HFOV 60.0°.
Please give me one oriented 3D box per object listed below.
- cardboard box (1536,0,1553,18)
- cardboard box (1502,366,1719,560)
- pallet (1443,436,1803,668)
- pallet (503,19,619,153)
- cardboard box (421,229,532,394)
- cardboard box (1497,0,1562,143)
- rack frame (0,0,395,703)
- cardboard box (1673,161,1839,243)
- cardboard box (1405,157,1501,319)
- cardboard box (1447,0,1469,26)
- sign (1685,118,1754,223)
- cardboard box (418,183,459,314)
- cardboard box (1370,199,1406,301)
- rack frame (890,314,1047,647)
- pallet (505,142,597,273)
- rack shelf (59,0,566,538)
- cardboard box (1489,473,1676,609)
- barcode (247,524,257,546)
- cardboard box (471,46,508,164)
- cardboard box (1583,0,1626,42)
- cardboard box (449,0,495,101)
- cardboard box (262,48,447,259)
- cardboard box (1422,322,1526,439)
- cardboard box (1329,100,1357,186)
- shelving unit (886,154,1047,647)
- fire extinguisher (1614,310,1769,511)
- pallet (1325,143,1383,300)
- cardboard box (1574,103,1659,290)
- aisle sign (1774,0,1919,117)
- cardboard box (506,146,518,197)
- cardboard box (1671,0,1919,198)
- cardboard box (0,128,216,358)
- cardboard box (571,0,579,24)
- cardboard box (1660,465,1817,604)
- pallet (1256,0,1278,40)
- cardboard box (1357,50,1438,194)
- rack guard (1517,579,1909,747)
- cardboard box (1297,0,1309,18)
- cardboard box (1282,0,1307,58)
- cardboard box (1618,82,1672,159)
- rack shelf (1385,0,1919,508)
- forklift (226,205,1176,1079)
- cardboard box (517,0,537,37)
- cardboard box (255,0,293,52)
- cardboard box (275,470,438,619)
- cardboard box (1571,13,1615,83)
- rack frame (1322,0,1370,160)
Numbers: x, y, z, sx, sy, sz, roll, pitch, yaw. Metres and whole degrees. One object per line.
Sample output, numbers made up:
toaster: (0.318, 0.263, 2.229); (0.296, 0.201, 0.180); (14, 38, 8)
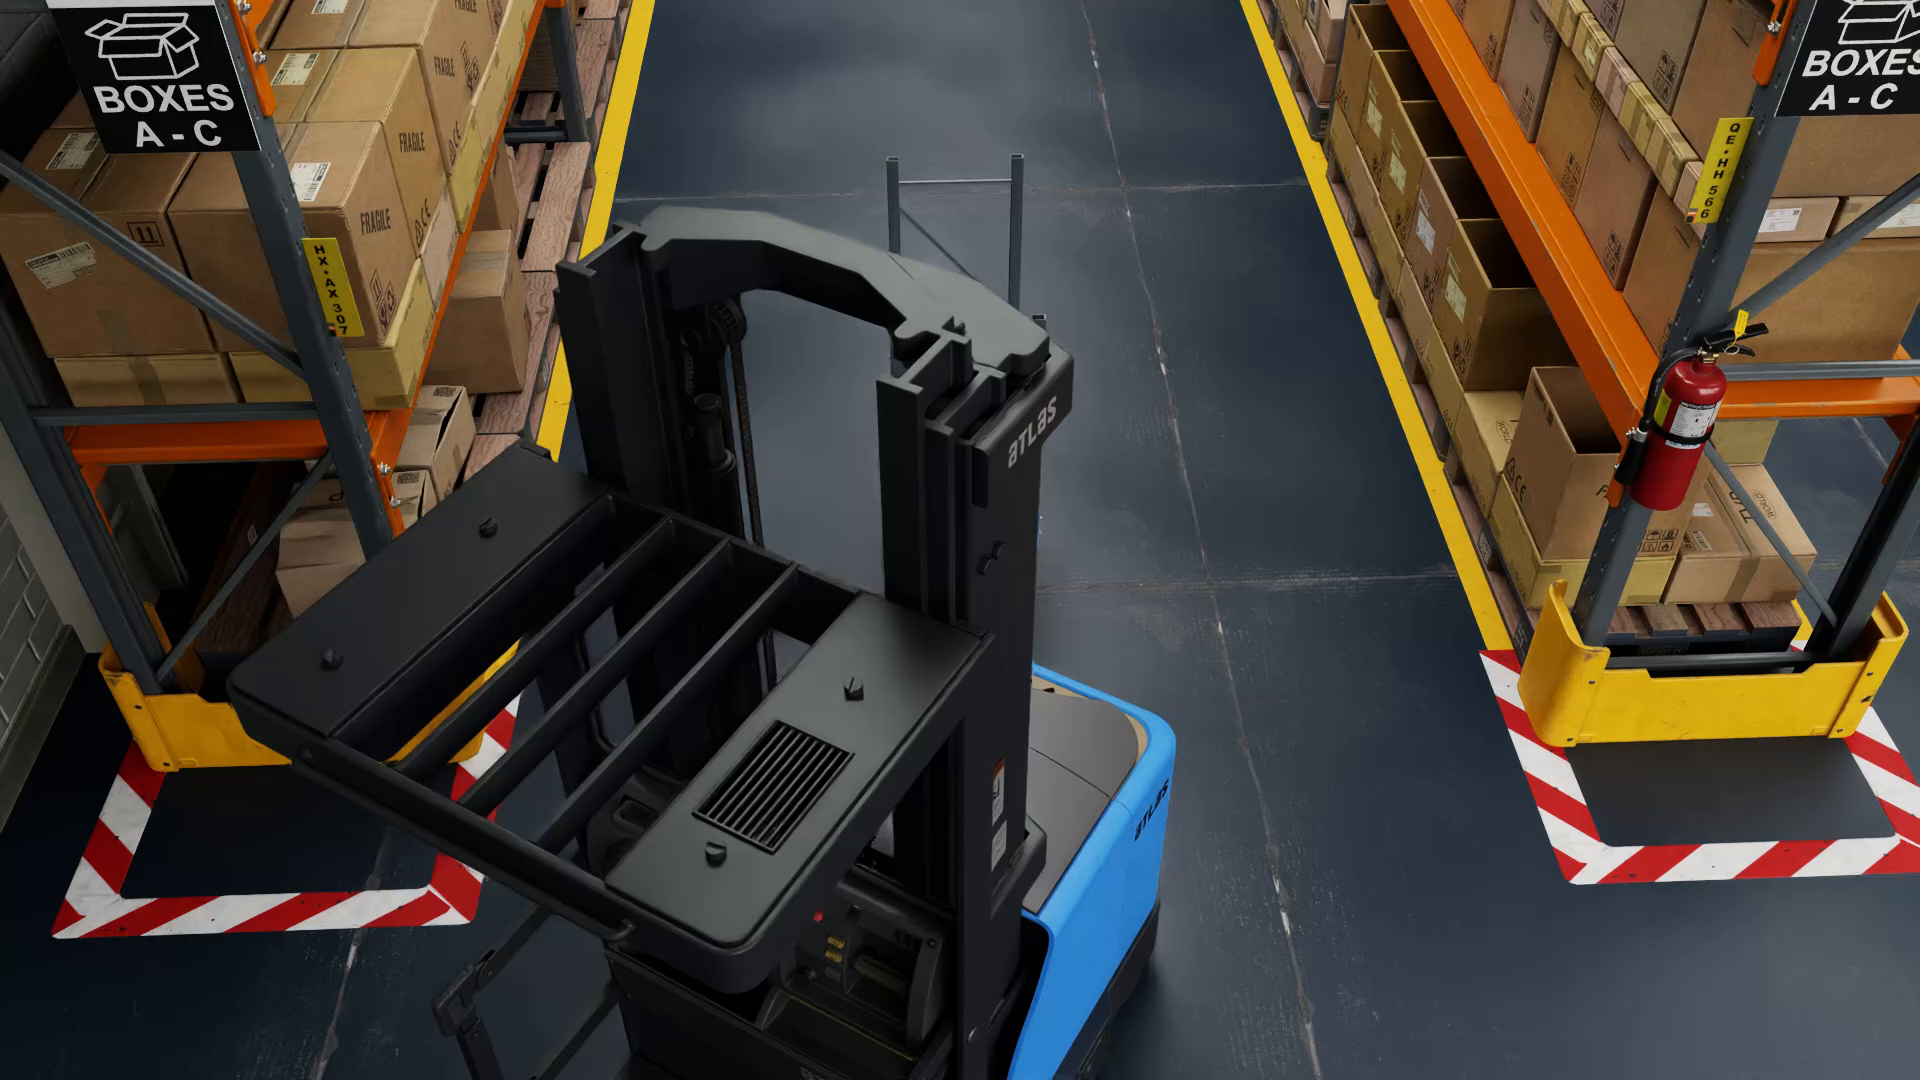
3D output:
cardboard box: (2.375, -2.089, 6.256); (0.380, 0.149, 0.250); (-2, 43, -2)
cardboard box: (2.329, -0.285, 6.010); (0.500, 0.500, 0.500); (-2, 43, -2)
pallet: (2.575, -0.001, 6.595); (1.003, 0.211, 1.213); (-2, 43, -2)
pallet: (-2.504, -2.567, 9.395); (1.003, 0.211, 1.213); (-2, 43, -2)
cardboard box: (-2.245, -0.961, 7.103); (0.700, 0.500, 0.500); (-4, 43, -4)
cardboard box: (2.574, -1.911, 6.541); (0.700, 0.500, 0.500); (0, 43, -1)
rack frame: (-2.300, -0.369, 4.933); (1.000, 3.000, 0.127); (-2, 43, -2)
cardboard box: (2.443, -1.042, 5.113); (0.380, 0.149, 0.250); (-2, 43, -3)
cardboard box: (2.252, -1.297, 7.115); (0.500, 0.500, 0.500); (-2, 43, -2)
cardboard box: (2.534, -2.596, 7.288); (0.700, 0.500, 0.500); (-2, 43, -2)
sign: (2.107, -1.022, 4.613); (0.100, 0.325, 0.005); (-2, 43, -2)
cardboard box: (-2.039, -1.010, 5.728); (0.500, 0.250, 0.500); (-3, 43, -3)
cardboard box: (2.229, -1.358, 7.736); (0.500, 0.250, 0.500); (-2, 43, -2)
rack frame: (0.025, -0.152, 5.806); (0.500, 1.500, 0.032); (-2, 43, -2)
pallet: (-2.406, -1.589, 8.328); (1.003, 0.211, 1.213); (-2, 43, -2)
rack shelf: (-2.385, -1.454, 6.649); (1.077, 0.370, 4.000); (-2, 43, -2)
cardboard box: (2.331, -0.009, 6.264); (0.500, 0.250, 0.500); (-2, 43, -2)
barcode: (-2.640, -0.014, 6.203); (0.001, 0.075, 0.075); (-2, 43, -2)
cardboard box: (-2.074, -1.695, 6.476); (0.500, 0.250, 0.500); (-1, 43, -1)
cardboard box: (2.590, -2.075, 5.760); (0.700, 0.500, 0.500); (-1, 43, -2)
cardboard box: (-2.080, -1.960, 6.209); (0.500, 0.500, 0.500); (0, 43, 0)
cardboard box: (-2.031, -1.263, 5.449); (0.500, 0.500, 0.500); (-2, 43, -2)
cardboard box: (2.275, -0.683, 7.000); (0.500, 0.250, 0.500); (-2, 43, -2)
cardboard box: (2.196, -2.034, 8.473); (0.500, 0.250, 0.500); (-2, 43, -2)
shelving unit: (0.004, -0.495, 6.180); (0.538, 1.500, 1.048); (-2, 43, -2)
fire extinguisher: (2.190, -0.392, 5.015); (0.296, 0.674, 0.183); (-2, 43, -2)
pallet: (2.471, -1.648, 8.392); (1.003, 0.211, 1.213); (-2, 43, -2)
cardboard box: (2.615, -1.221, 5.788); (0.700, 0.500, 0.500); (-1, 43, -1)
aisle sign: (2.359, -1.419, 4.155); (0.394, 0.787, 0.004); (-2, 43, -2)
cardboard box: (-2.417, -1.827, 8.295); (0.380, 0.166, 0.250); (-7, 43, -7)
cardboard box: (2.640, -1.380, 5.002); (0.700, 0.500, 0.500); (-1, 43, -2)
cardboard box: (-2.532, -0.910, 5.064); (0.500, 0.500, 0.500); (-2, 43, -2)
cardboard box: (-2.589, -3.154, 9.496); (0.700, 0.500, 0.500); (-2, 43, -3)
cardboard box: (2.849, -0.024, 6.280); (0.500, 0.250, 0.500); (-2, 43, -2)
pallet: (2.354, -3.508, 10.421); (1.003, 0.211, 1.213); (-2, 43, -2)
cardboard box: (2.216, -1.973, 7.851); (0.500, 0.500, 0.500); (-2, 43, -2)
rack guard: (2.650, 0.424, 5.918); (1.175, 0.500, 0.348); (-2, 43, -2)
cardboard box: (2.148, -3.178, 9.307); (0.500, 0.311, 0.500); (-1, 43, -1)
cardboard box: (2.153, -2.969, 9.493); (0.500, 0.250, 0.500); (-2, 43, -2)
cardboard box: (2.419, -1.392, 5.494); (0.380, 0.149, 0.250); (-2, 43, -2)
rack shelf: (2.565, -1.599, 6.807); (1.077, 0.370, 4.000); (-2, 43, -2)
forklift: (-0.558, 0.915, 3.582); (1.130, 2.935, 3.031); (21, 47, 22)
cardboard box: (-2.134, -2.374, 7.216); (0.500, 0.250, 0.500); (-1, 43, -2)
cardboard box: (-2.570, -1.599, 5.816); (0.500, 0.500, 0.500); (-3, 43, -3)
cardboard box: (-2.239, -0.010, 6.205); (0.500, 0.311, 0.500); (-6, 43, -7)
cardboard box: (2.399, -1.739, 5.873); (0.380, 0.149, 0.250); (0, 43, 0)
rack frame: (2.480, -3.214, 8.037); (1.000, 3.000, 0.127); (-2, 43, -2)
